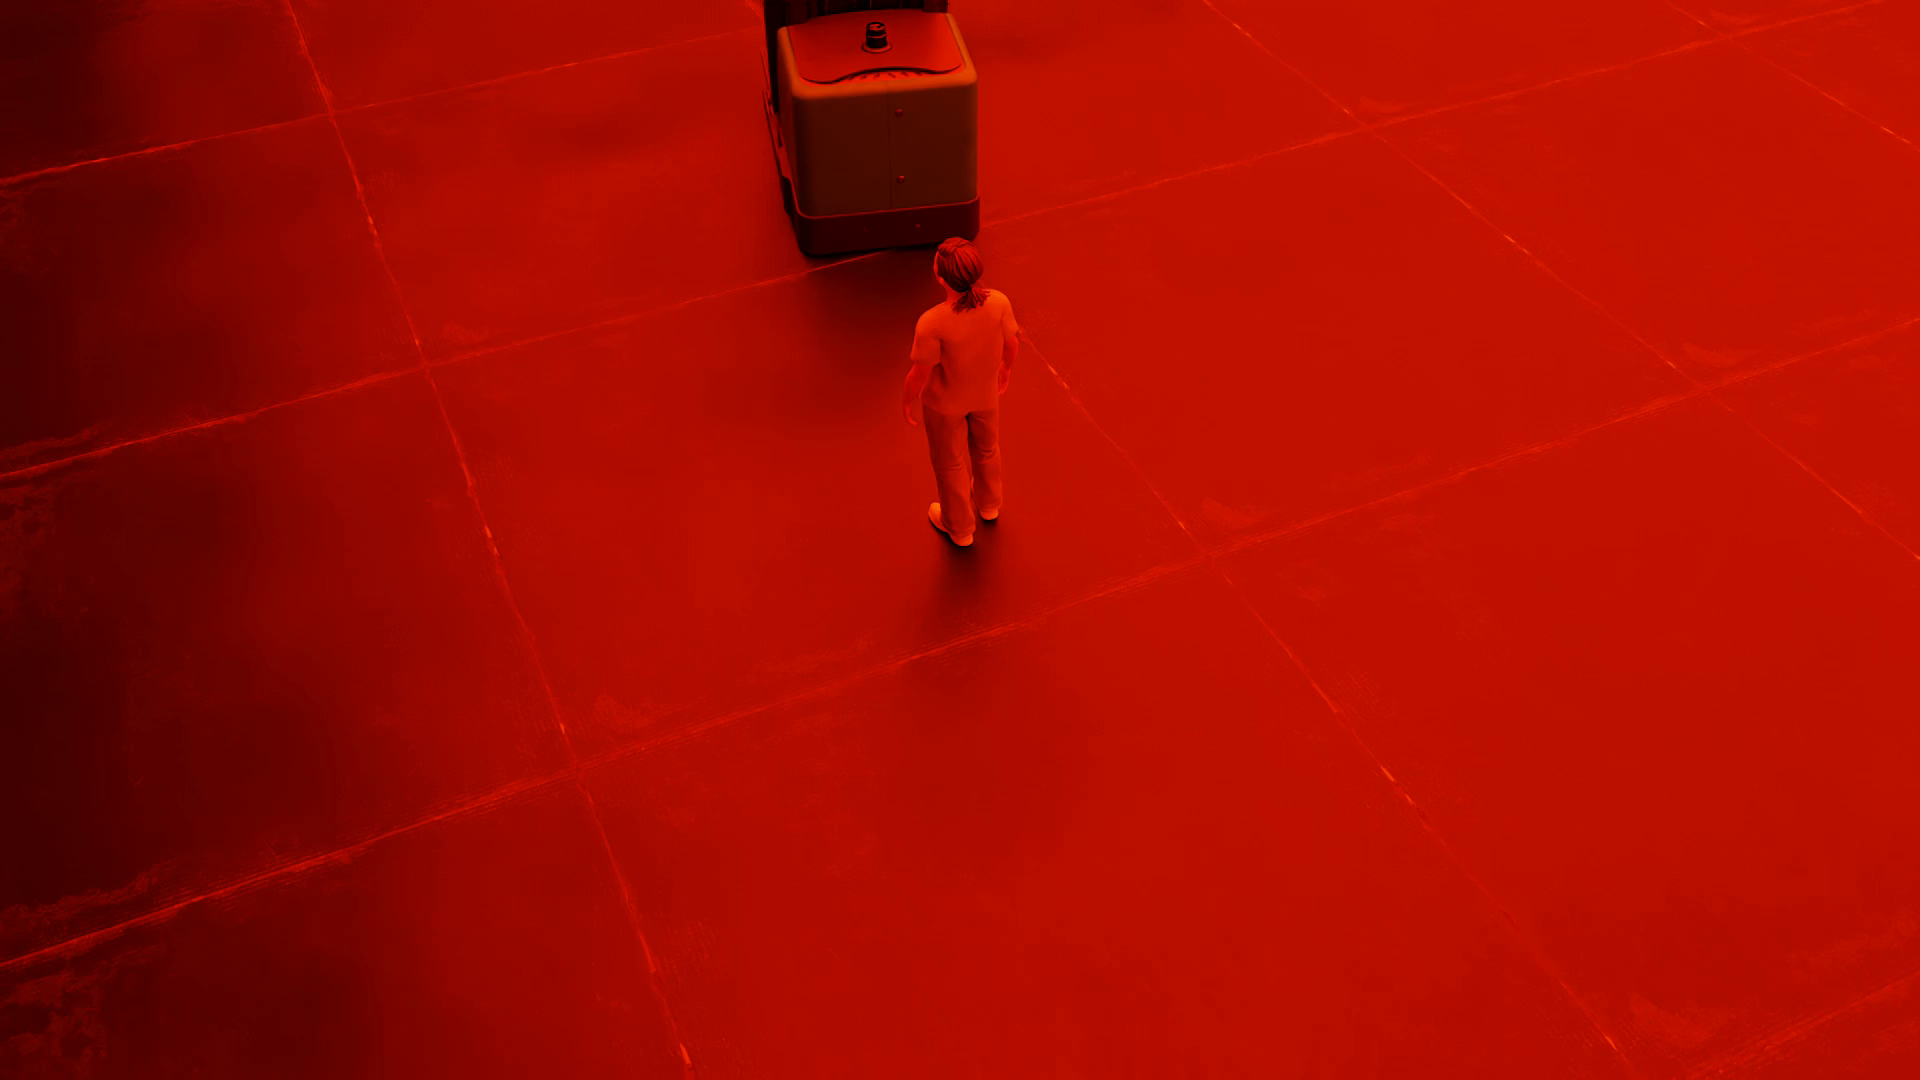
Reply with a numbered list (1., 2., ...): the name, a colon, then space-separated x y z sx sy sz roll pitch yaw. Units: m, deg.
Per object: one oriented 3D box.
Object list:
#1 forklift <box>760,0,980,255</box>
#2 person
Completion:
1. forklift: -0.662 -3.712 9.658 1.130 2.935 3.031 -7 44 -8
2. person: -0.019 -0.668 7.305 0.549 1.673 0.548 -18 46 -18
